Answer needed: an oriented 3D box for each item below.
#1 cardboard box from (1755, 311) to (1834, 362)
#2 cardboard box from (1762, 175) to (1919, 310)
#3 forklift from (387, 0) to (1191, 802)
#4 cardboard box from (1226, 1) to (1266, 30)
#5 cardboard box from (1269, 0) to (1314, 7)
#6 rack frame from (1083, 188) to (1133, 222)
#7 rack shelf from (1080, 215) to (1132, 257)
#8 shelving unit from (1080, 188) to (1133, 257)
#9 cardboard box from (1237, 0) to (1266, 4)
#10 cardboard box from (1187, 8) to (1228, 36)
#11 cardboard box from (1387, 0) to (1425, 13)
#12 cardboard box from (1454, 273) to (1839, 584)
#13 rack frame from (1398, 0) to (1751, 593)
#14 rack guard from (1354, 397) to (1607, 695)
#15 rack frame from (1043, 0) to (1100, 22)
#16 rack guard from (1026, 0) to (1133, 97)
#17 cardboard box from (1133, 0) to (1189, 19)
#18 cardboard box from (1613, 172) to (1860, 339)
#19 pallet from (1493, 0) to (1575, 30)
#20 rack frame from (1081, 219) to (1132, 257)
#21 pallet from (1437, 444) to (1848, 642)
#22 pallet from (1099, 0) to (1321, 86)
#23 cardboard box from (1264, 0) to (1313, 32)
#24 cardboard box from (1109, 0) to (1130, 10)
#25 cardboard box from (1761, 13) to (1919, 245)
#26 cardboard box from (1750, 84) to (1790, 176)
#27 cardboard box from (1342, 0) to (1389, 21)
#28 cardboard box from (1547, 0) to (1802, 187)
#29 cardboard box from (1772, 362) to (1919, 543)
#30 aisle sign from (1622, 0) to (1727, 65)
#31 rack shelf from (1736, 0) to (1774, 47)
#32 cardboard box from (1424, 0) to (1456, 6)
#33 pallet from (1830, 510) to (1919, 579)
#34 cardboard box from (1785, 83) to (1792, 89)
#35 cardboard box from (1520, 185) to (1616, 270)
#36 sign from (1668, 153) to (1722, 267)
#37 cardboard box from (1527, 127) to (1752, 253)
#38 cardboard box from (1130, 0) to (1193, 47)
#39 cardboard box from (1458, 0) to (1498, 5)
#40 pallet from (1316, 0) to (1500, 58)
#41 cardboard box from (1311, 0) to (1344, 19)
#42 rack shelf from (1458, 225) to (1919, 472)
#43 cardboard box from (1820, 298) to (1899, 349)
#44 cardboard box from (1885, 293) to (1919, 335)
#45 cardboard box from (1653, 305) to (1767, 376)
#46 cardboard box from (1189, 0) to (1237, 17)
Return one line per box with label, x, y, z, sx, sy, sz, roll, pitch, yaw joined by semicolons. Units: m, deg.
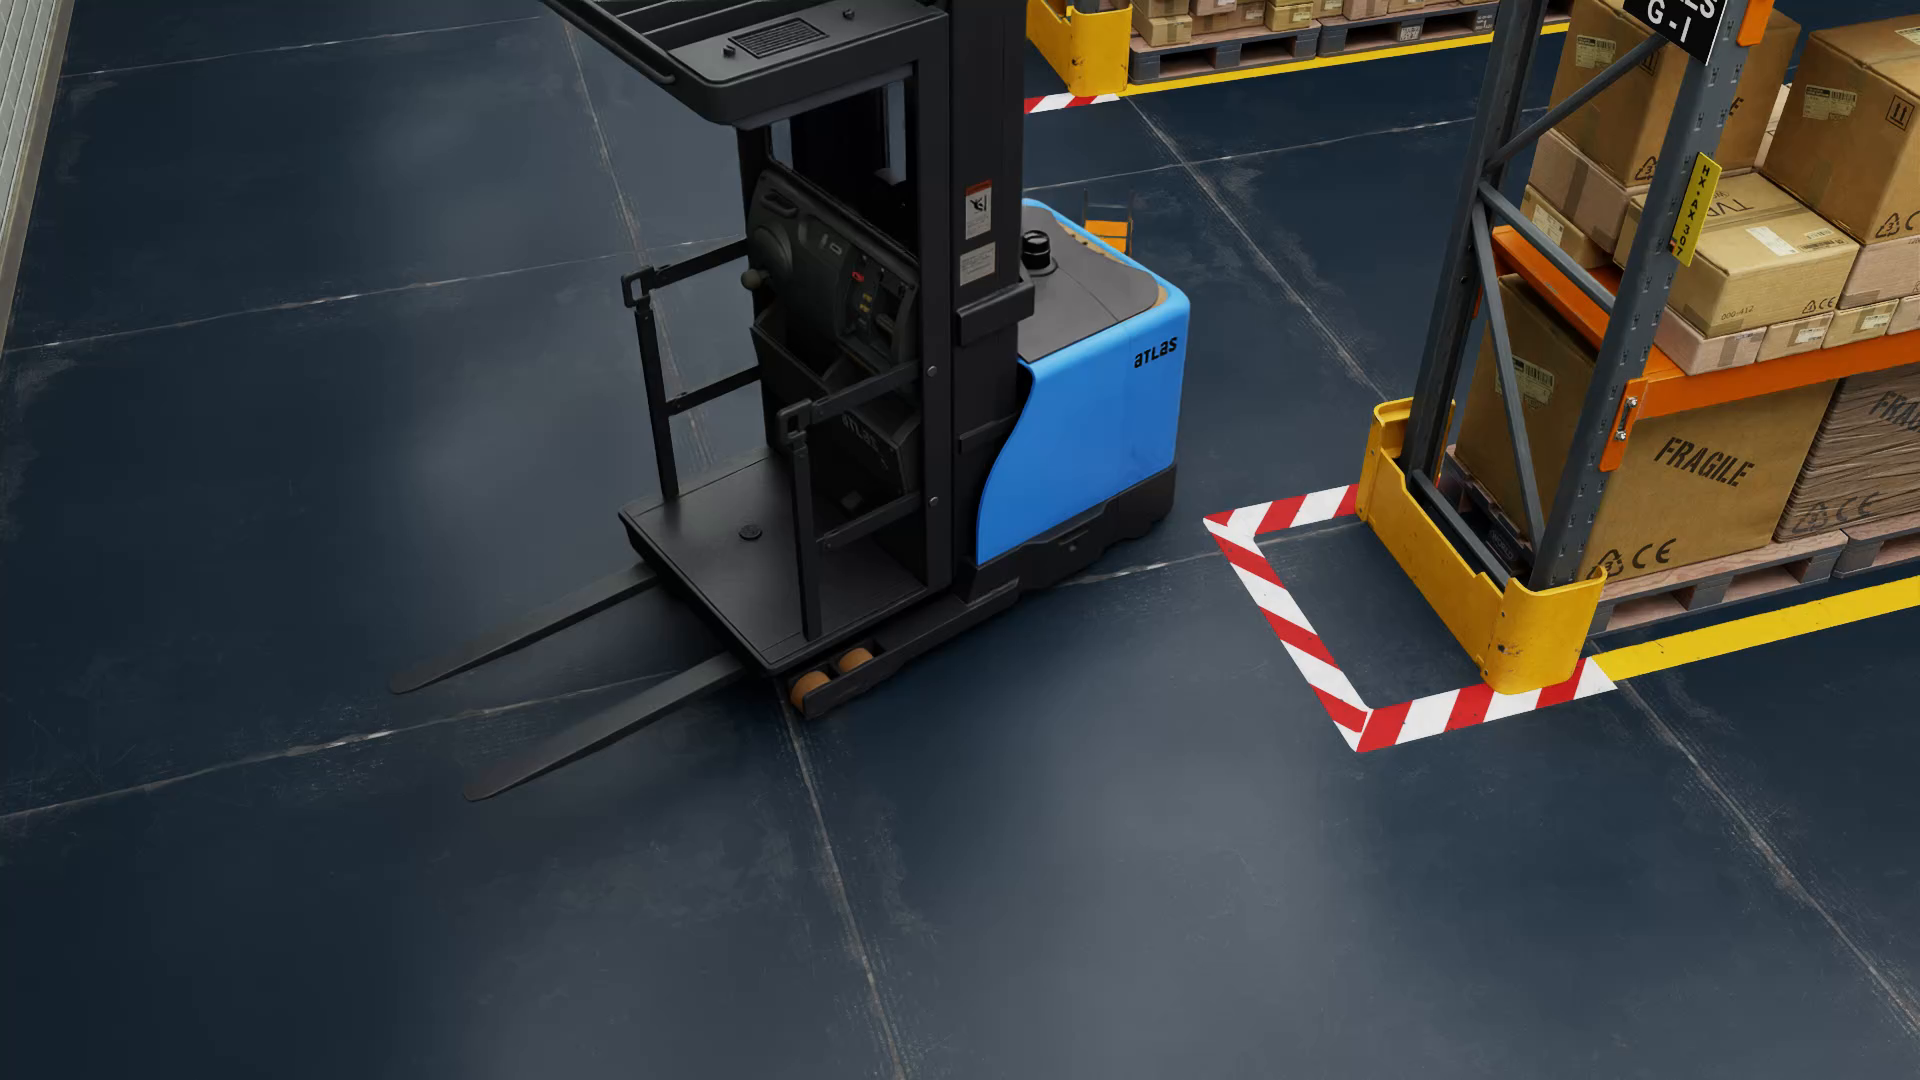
cardboard box;2.663;-0.775;5.548;0.250;0.149;0.380;-12;43;-14
cardboard box;3.014;-1.043;5.552;0.500;0.250;0.500;-12;43;-14
forklift;-0.605;-0.859;5.506;3.031;2.935;1.130;-27;48;-27
cardboard box;1.644;-3.232;10.017;0.250;0.149;0.380;-11;42;-13
cardboard box;1.927;-3.332;9.906;0.250;0.149;0.380;-10;42;-12
rack frame;0.607;-1.033;7.134;0.200;1.050;0.008;4;41;5
rack shelf;0.594;-1.159;6.863;0.215;0.259;0.240;4;41;5
shelving unit;0.594;-0.953;7.043;0.215;1.050;0.252;4;41;5
cardboard box;1.650;-3.349;9.925;0.250;0.149;0.380;-11;42;-13
cardboard box;1.409;-3.178;9.956;0.250;0.149;0.380;-12;43;-13
cardboard box;2.655;-3.389;10.197;0.250;0.149;0.380;-12;42;-13
cardboard box;2.568;-0.490;6.327;0.875;0.875;0.875;-12;42;-13
rack frame;1.981;-0.955;5.564;0.127;3.000;1.000;-12;42;-13
rack guard;1.958;-0.009;6.380;0.348;0.500;1.175;-12;42;-13
rack frame;0.588;-4.088;9.149;0.127;3.000;1.000;-12;42;-13
rack guard;0.660;-3.161;9.989;0.348;0.500;1.175;-12;42;-13
cardboard box;1.165;-3.227;9.785;0.250;0.149;0.380;-10;42;-11
cardboard box;2.520;-0.936;5.430;0.500;0.250;0.500;-13;43;-14
pallet;3.773;-3.673;10.794;1.213;0.211;1.003;-12;42;-13
rack frame;0.581;-0.873;6.951;0.200;1.050;0.008;4;41;5
pallet;2.720;-0.112;6.718;1.213;0.211;1.003;-12;42;-13
pallet;1.446;-3.191;10.242;1.213;0.211;1.003;-12;42;-13
cardboard box;1.920;-3.213;9.996;0.250;0.149;0.380;-11;42;-13
cardboard box;1.027;-3.407;10.218;0.250;0.149;0.380;-11;42;-12
cardboard box;2.997;-1.317;5.296;0.500;0.500;0.500;-13;43;-14
cardboard box;2.848;-1.373;5.929;0.500;0.250;0.500;-12;43;-14
cardboard box;2.399;-3.318;10.116;0.250;0.149;0.380;-14;43;-15
cardboard box;2.367;-1.554;5.567;0.500;0.500;0.500;-11;42;-13
cardboard box;3.436;-0.670;6.532;0.875;0.875;0.875;-12;42;-13
aisle sign;2.003;-1.732;4.476;0.004;0.787;0.394;-12;42;-13
rack shelf;3.889;-2.209;5.266;4.000;0.370;1.077;-12;42;-13
cardboard box;2.875;-3.458;10.275;0.250;0.149;0.380;-11;42;-12
pallet;3.882;-0.351;6.991;1.213;0.211;1.003;-12;42;-13
cardboard box;3.333;-1.474;6.045;0.500;0.250;0.500;-13;43;-15
cardboard box;2.222;-1.138;5.963;0.250;0.149;0.380;-11;42;-12
sign;2.142;-0.962;4.853;0.005;0.325;0.100;-12;42;-13
cardboard box;2.364;-1.273;5.815;0.500;0.250;0.500;-12;43;-14
cardboard box;1.184;-3.075;9.837;0.250;0.149;0.380;-11;42;-12
cardboard box;3.144;-3.467;10.286;0.250;0.149;0.380;-12;43;-13
pallet;2.607;-3.430;10.515;1.213;0.211;1.003;-12;42;-13
cardboard box;2.135;-3.323;10.122;0.250;0.149;0.380;-12;42;-13
rack shelf;3.889;-1.080;6.253;4.000;0.370;1.077;-12;42;-13
cardboard box;2.907;-0.826;5.607;0.250;0.149;0.380;-13;43;-14
cardboard box;3.156;-0.878;5.666;0.250;0.149;0.380;-12;43;-14
cardboard box;2.419;-0.724;5.489;0.250;0.149;0.380;-11;42;-13
cardboard box;1.443;-3.246;9.807;0.250;0.149;0.380;-12;43;-13
